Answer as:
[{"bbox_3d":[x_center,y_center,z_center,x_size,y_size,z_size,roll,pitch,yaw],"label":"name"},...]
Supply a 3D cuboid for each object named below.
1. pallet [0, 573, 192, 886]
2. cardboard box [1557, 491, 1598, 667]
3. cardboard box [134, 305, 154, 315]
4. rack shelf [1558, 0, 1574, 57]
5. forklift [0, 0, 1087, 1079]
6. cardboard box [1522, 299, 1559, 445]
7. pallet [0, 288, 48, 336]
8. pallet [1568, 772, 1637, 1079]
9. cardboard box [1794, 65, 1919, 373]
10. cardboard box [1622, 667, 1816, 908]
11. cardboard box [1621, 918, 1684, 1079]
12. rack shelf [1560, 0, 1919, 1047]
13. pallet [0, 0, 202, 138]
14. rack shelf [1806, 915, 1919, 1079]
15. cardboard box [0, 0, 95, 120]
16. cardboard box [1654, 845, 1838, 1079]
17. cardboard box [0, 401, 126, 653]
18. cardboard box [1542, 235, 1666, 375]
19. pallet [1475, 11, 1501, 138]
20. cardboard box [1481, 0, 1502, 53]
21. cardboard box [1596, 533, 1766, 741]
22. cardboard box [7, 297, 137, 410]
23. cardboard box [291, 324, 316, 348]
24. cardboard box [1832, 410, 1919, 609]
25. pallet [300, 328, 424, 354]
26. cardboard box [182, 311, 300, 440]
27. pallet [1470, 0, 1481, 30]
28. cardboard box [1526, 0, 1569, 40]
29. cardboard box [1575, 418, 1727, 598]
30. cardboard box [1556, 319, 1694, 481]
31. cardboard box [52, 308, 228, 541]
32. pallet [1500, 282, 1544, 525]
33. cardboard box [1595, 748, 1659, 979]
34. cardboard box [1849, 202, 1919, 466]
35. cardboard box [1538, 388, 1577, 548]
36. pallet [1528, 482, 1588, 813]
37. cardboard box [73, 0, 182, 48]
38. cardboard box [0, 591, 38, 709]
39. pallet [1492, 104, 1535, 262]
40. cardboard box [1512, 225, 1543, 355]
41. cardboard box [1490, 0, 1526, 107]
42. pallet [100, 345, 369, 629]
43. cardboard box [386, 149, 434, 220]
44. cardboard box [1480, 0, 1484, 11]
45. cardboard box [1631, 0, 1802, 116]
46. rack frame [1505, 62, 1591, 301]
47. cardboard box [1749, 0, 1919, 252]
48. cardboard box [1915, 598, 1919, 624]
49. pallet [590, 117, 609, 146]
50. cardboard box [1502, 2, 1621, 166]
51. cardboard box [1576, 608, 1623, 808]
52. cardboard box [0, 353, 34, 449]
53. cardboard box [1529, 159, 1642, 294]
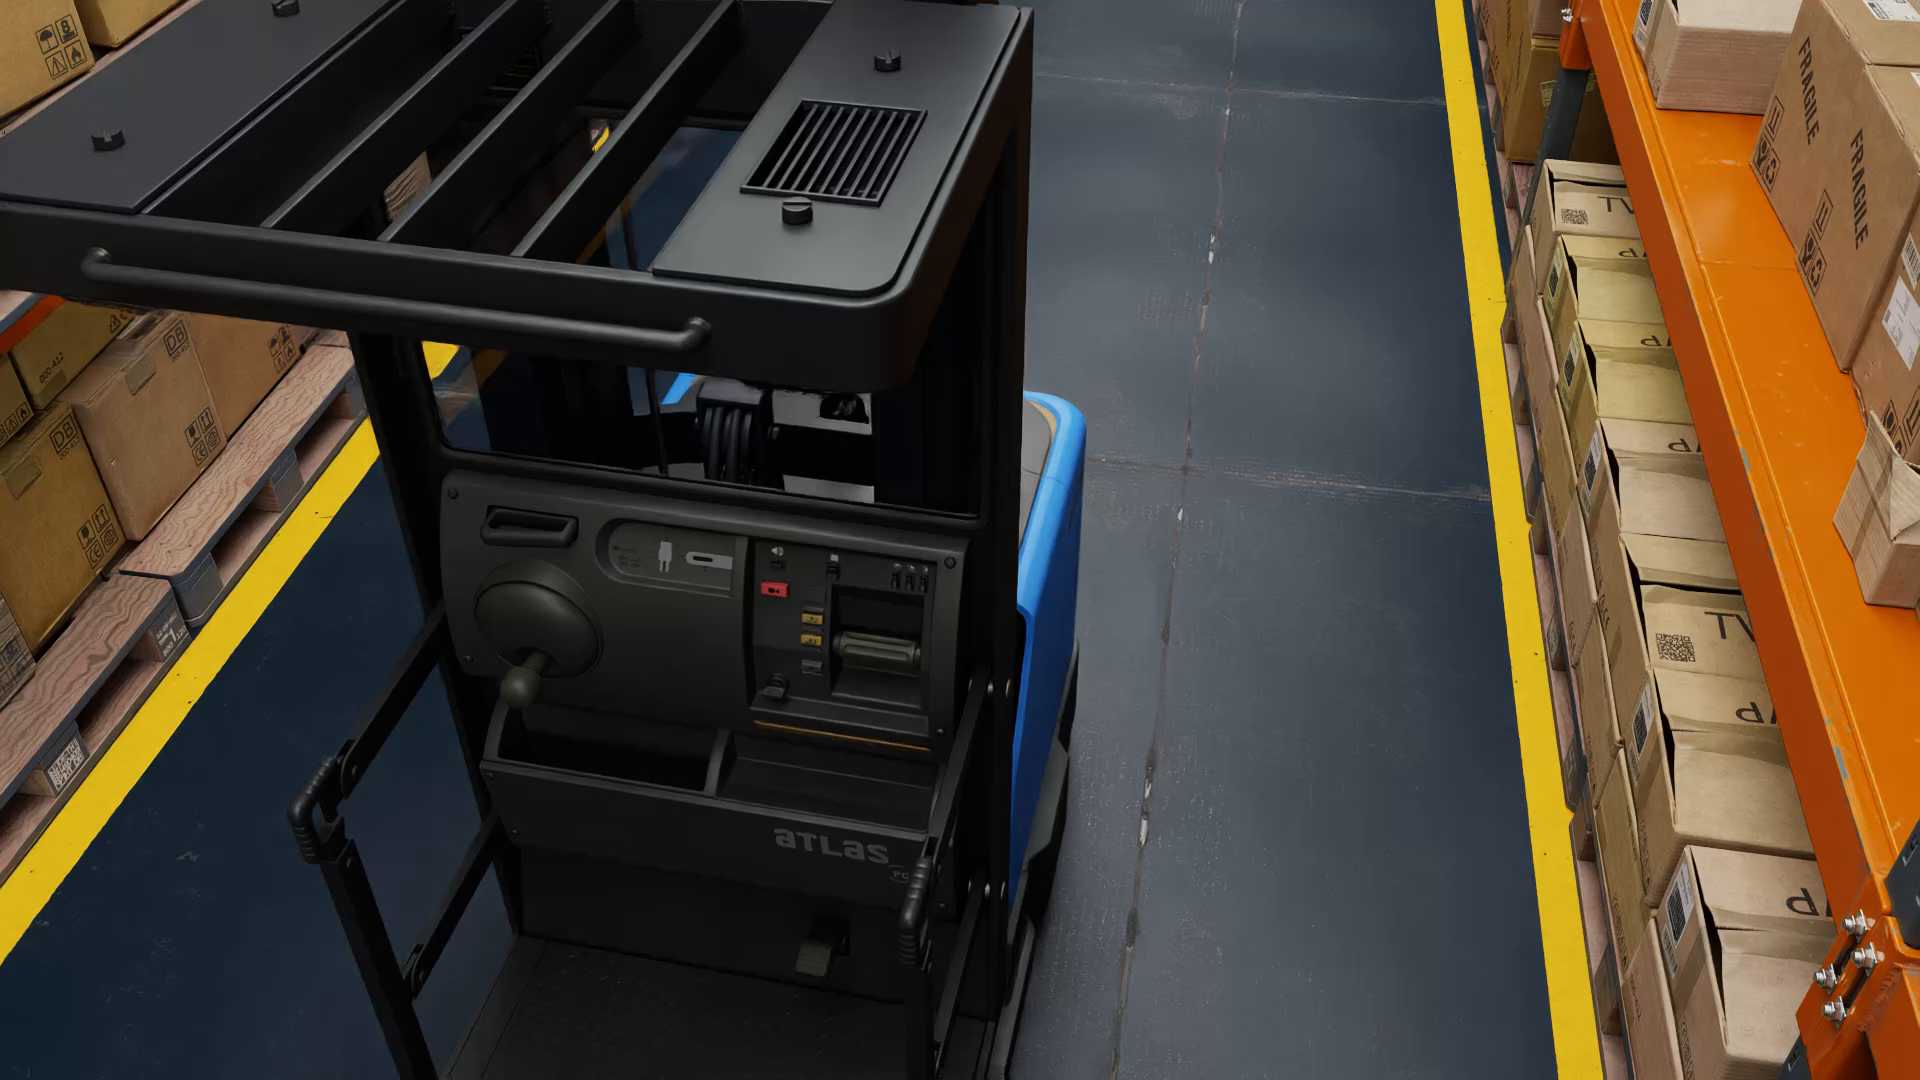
[{"bbox_3d":[-2.852,0.520,4.456,1.003,0.211,1.213,6,40,8],"label":"pallet"},{"bbox_3d":[1.947,0.126,4.572,0.500,0.250,0.500,7,40,9],"label":"cardboard box"},{"bbox_3d":[-2.611,-0.940,5.061,0.500,0.250,0.500,6,40,7],"label":"cardboard box"},{"bbox_3d":[2.932,-3.011,7.102,1.077,0.370,4.000,6,40,8],"label":"rack shelf"},{"bbox_3d":[-0.495,0.207,2.699,1.130,2.935,3.031,8,40,9],"label":"forklift"},{"bbox_3d":[2.120,-0.523,5.357,0.500,0.250,0.500,5,40,6],"label":"cardboard box"},{"bbox_3d":[-2.710,-0.456,3.598,1.003,0.211,1.213,6,40,8],"label":"pallet"},{"bbox_3d":[1.983,1.086,3.771,1.003,0.211,1.213,6,40,8],"label":"pallet"},{"bbox_3d":[2.221,-0.686,3.647,0.500,0.500,0.500,6,40,8],"label":"cardboard box"},{"bbox_3d":[1.766,0.546,3.623,0.500,0.311,0.500,7,40,9],"label":"cardboard box"},{"bbox_3d":[1.680,1.083,3.414,0.500,0.250,0.500,6,40,7],"label":"cardboard box"},{"bbox_3d":[2.240,-0.500,4.066,1.077,0.370,4.000,6,40,8],"label":"rack shelf"},{"bbox_3d":[-2.596,-1.256,4.565,1.003,0.211,1.213,6,40,8],"label":"pallet"},{"bbox_3d":[1.548,2.010,1.029,1.077,0.370,4.000,6,40,8],"label":"rack shelf"},{"bbox_3d":[-2.677,-1.357,4.113,0.700,0.500,0.500,12,41,14],"label":"cardboard box"},{"bbox_3d":[1.682,0.874,3.228,0.500,0.311,0.500,6,40,8],"label":"cardboard box"},{"bbox_3d":[-2.835,-0.066,4.592,0.700,0.500,0.500,6,40,7],"label":"cardboard box"},{"bbox_3d":[2.124,-0.724,5.160,0.500,0.311,0.500,5,40,7],"label":"cardboard box"},{"bbox_3d":[2.966,-2.186,7.728,1.003,0.211,1.213,6,40,8],"label":"pallet"},{"bbox_3d":[2.691,-2.507,7.544,0.500,0.500,0.500,5,40,6],"label":"cardboard box"},{"bbox_3d":[1.854,0.233,4.002,0.500,0.311,0.500,6,40,8],"label":"cardboard box"},{"bbox_3d":[-2.715,-0.629,4.685,0.500,0.250,0.500,5,40,6],"label":"cardboard box"},{"bbox_3d":[-2.570,-1.015,5.740,0.700,0.500,0.500,6,40,8],"label":"cardboard box"},{"bbox_3d":[1.865,-0.043,3.053,0.396,0.266,0.258,5,40,7],"label":"cardboard box"},{"bbox_3d":[-2.430,-1.012,6.308,1.003,0.211,1.213,6,40,8],"label":"pallet"},{"bbox_3d":[-2.628,-0.700,5.359,0.700,0.500,0.500,6,40,7],"label":"cardboard box"},{"bbox_3d":[3.175,-2.954,8.657,1.003,0.211,1.213,6,40,8],"label":"pallet"},{"bbox_3d":[2.522,-2.177,6.557,0.500,0.250,0.500,8,40,9],"label":"cardboard box"},{"bbox_3d":[1.945,-0.082,4.383,0.500,0.311,0.500,6,40,7],"label":"cardboard box"},{"bbox_3d":[2.033,-0.404,4.773,0.500,0.311,0.500,5,40,6],"label":"cardboard box"},{"bbox_3d":[-2.707,-0.382,4.974,0.700,0.500,0.500,7,40,8],"label":"cardboard box"},{"bbox_3d":[2.405,-0.446,5.623,1.003,0.211,1.213,6,40,8],"label":"pallet"},{"bbox_3d":[1.770,0.766,3.798,0.500,0.250,0.500,6,40,7],"label":"cardboard box"},{"bbox_3d":[2.134,-0.372,3.267,0.500,0.500,0.500,9,40,11],"label":"cardboard box"},{"bbox_3d":[2.036,-0.196,4.961,0.500,0.250,0.500,5,40,6],"label":"cardboard box"},{"bbox_3d":[2.192,0.318,4.700,1.003,0.211,1.213,6,40,8],"label":"pallet"},{"bbox_3d":[-2.559,-1.704,4.534,0.700,0.500,0.500,6,40,8],"label":"cardboard box"},{"bbox_3d":[-2.875,0.264,4.193,0.700,0.500,0.500,8,40,9],"label":"cardboard box"},{"bbox_3d":[2.753,-1.422,6.805,1.003,0.211,1.213,6,40,8],"label":"pallet"},{"bbox_3d":[2.206,-0.839,5.739,0.500,0.250,0.500,6,40,8],"label":"cardboard box"},{"bbox_3d":[2.607,-2.177,7.145,0.500,0.500,0.500,5,40,6],"label":"cardboard box"},{"bbox_3d":[-2.644,-0.248,5.385,1.003,0.211,1.213,6,40,8],"label":"pallet"},{"bbox_3d":[-2.367,-1.325,6.115,0.700,0.500,0.500,7,40,8],"label":"cardboard box"},{"bbox_3d":[2.779,-2.824,7.928,0.500,0.500,0.500,7,40,8],"label":"cardboard box"},{"bbox_3d":[2.241,-1.458,4.730,0.500,0.311,0.500,6,40,7],"label":"cardboard box"},{"bbox_3d":[2.586,-2.033,5.355,1.000,3.000,0.127,6,40,8],"label":"rack frame"},{"bbox_3d":[2.312,-1.016,4.047,0.500,0.500,0.500,4,40,5],"label":"cardboard box"},{"bbox_3d":[1.936,0.222,2.746,0.500,0.250,0.500,9,40,10],"label":"cardboard box"},{"bbox_3d":[-2.083,-1.988,7.489,1.003,0.211,1.213,6,40,8],"label":"pallet"},{"bbox_3d":[2.517,-1.852,6.752,0.500,0.500,0.500,8,40,9],"label":"cardboard box"},{"bbox_3d":[1.858,0.445,4.186,0.500,0.250,0.500,7,40,9],"label":"cardboard box"},{"bbox_3d":[-2.802,-0.302,4.289,0.500,0.250,0.500,6,40,7],"label":"cardboard box"},{"bbox_3d":[2.206,-1.055,5.560,0.500,0.311,0.500,8,40,9],"label":"cardboard box"}]
